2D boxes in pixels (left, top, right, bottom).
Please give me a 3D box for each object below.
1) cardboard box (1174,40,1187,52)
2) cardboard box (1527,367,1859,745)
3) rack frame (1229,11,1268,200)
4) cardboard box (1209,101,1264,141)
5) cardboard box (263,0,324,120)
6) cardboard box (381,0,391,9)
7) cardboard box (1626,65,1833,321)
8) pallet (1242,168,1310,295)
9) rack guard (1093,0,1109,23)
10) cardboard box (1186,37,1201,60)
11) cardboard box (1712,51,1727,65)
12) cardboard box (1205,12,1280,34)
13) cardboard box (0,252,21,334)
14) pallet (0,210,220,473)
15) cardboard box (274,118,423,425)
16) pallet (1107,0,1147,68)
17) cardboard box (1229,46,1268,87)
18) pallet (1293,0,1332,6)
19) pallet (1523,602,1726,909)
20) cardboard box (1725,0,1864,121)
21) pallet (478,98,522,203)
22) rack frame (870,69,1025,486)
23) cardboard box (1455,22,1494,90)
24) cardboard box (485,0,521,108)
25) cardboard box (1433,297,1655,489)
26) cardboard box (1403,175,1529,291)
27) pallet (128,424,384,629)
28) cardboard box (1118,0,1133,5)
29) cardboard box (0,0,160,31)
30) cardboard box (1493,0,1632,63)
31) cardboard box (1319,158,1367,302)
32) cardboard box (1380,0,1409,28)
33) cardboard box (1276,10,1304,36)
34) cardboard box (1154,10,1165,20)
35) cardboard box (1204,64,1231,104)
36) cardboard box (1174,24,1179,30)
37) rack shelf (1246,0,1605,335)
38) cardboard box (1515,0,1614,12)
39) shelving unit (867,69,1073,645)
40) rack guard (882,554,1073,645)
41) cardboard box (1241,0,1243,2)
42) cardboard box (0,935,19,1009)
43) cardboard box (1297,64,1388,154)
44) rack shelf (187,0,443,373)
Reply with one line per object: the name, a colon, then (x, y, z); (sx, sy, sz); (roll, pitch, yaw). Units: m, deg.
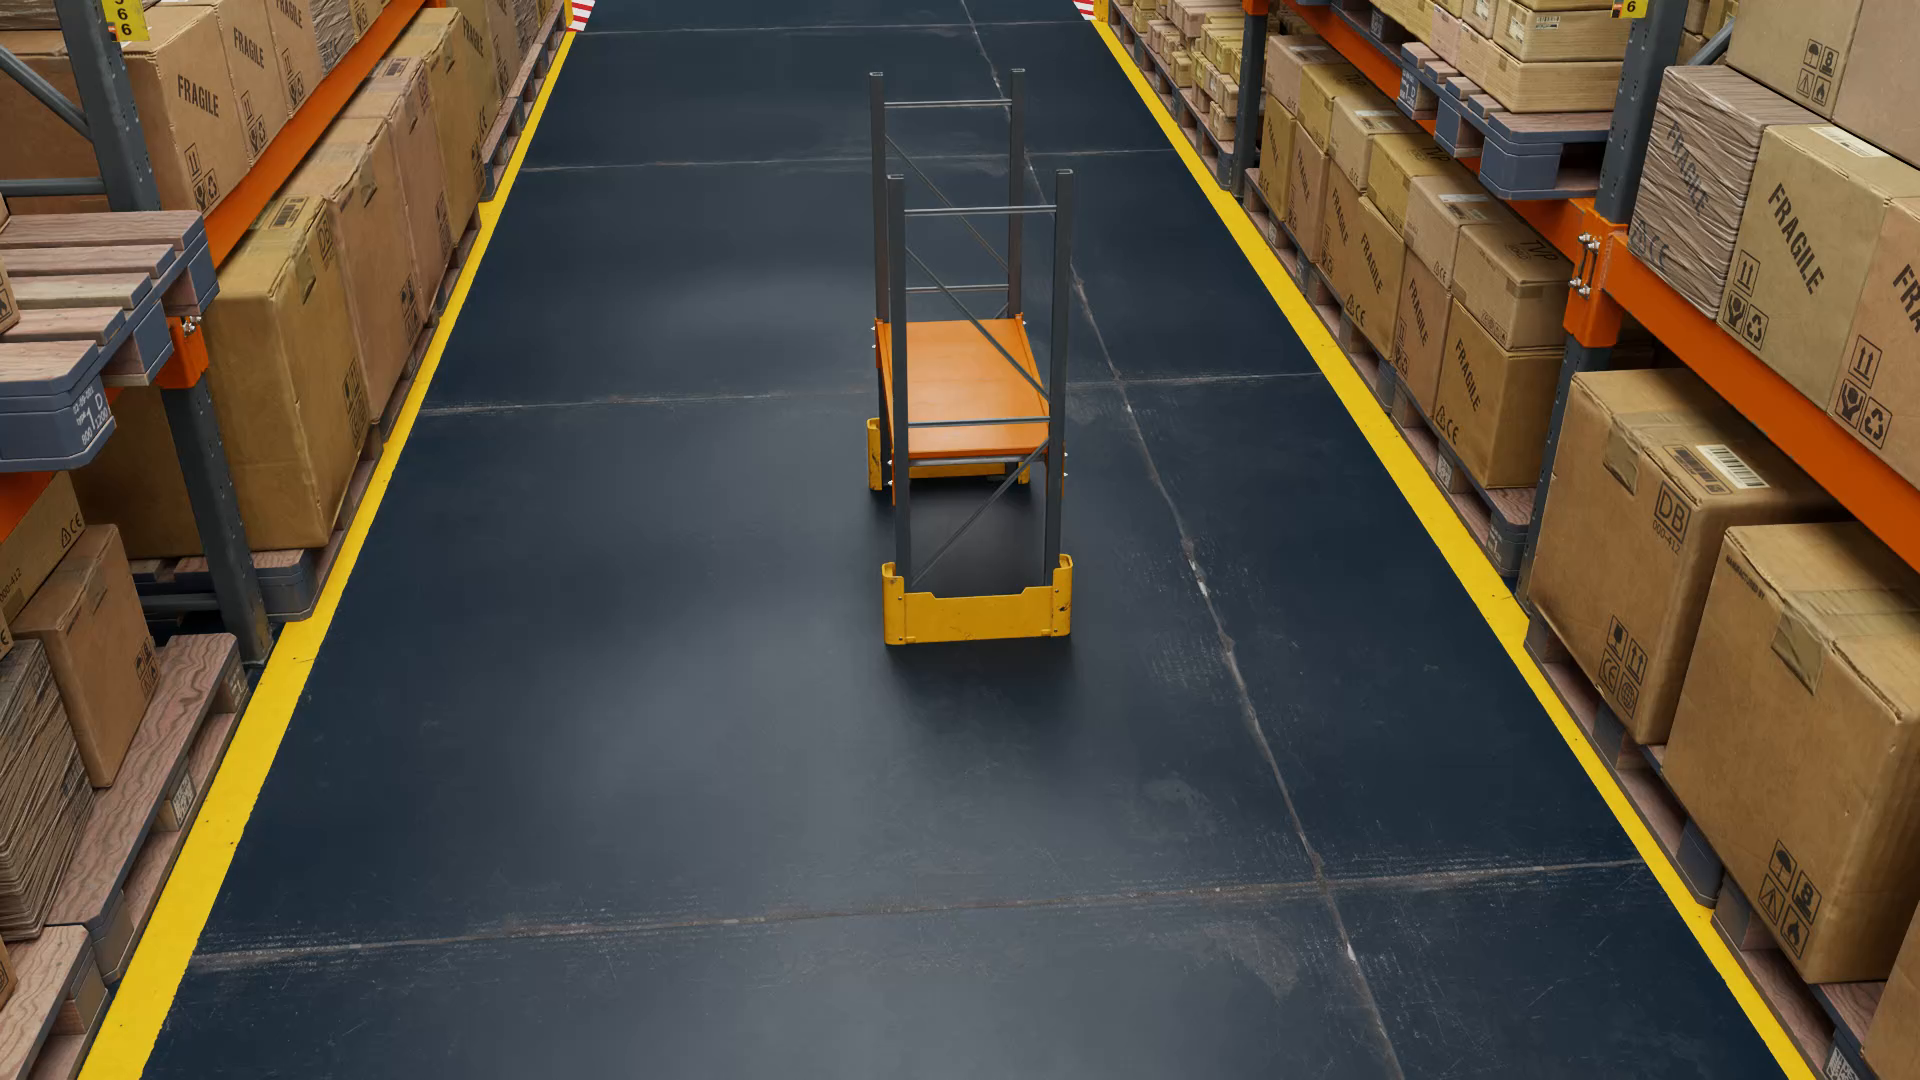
cardboard box: (1.508, -2.939, 10.115); (0.380, 0.149, 0.250); (-2, 31, -4)
cardboard box: (2.280, 0.010, 4.593); (1.050, 0.750, 0.750); (-3, 31, -5)
rack frame: (1.938, -3.133, 8.071); (1.000, 3.000, 0.127); (-3, 31, -5)
cardboard box: (1.563, -2.274, 9.002); (0.380, 0.149, 0.250); (-2, 31, -4)
cardboard box: (-2.512, -1.734, 5.630); (0.500, 0.500, 0.500); (-3, 31, -5)
cardboard box: (-2.654, -2.512, 6.932); (0.500, 0.500, 0.500); (-2, 31, -3)
cardboard box: (2.085, -0.892, 4.221); (0.500, 0.500, 0.500); (-2, 31, -4)
pallet: (2.013, -1.539, 8.121); (1.003, 0.211, 1.213); (-3, 31, -5)
rack guard: (1.572, -4.064, 12.066); (1.175, 0.500, 0.348); (-3, 31, -5)
cardboard box: (1.543, -2.899, 9.758); (0.380, 0.149, 0.250); (-2, 31, -3)
cardboard box: (2.471, -1.402, 5.007); (0.380, 0.149, 0.250); (-3, 31, -5)
cardboard box: (1.606, -2.906, 9.480); (0.380, 0.149, 0.250); (-2, 31, -3)
cardboard box: (-2.393, -0.574, 3.279); (0.700, 0.500, 0.500); (2, 31, 3)
pallet: (-2.463, -0.464, 3.789); (1.213, 0.211, 1.003); (-3, 31, -5)
cardboard box: (-2.755, -0.982, 6.132); (1.225, 0.875, 0.875); (-3, 31, -4)
pallet: (1.613, -3.523, 11.443); (1.003, 0.211, 1.213); (-3, 31, -5)
cardboard box: (1.646, -2.514, 8.825); (0.380, 0.149, 0.250); (-2, 31, -3)
pallet: (1.865, -2.654, 7.455); (1.003, 0.211, 1.213); (-3, 31, -5)
pallet: (2.311, 0.512, 4.687); (1.003, 0.211, 1.213); (-3, 31, -5)
cardboard box: (2.344, -1.334, 3.985); (0.700, 0.500, 0.500); (-3, 31, -5)
pallet: (-3.002, -2.142, 9.131); (1.003, 0.211, 1.213); (-3, 31, -5)
rack frame: (-0.040, -0.860, 5.727); (0.500, 1.500, 0.032); (-3, 31, -5)
cardboard box: (1.787, -1.520, 5.206); (0.380, 0.149, 0.250); (-3, 31, -5)
cardboard box: (-3.075, -3.016, 9.536); (0.875, 0.875, 0.875); (-3, 31, -5)
cardboard box: (1.990, -0.522, 5.727); (0.500, 0.500, 0.500); (-3, 31, -5)
cardboard box: (1.929, -1.114, 5.987); (0.500, 0.250, 0.500); (-2, 31, -4)
pallet: (-2.634, -0.114, 5.735); (1.003, 0.211, 1.213); (-3, 31, -5)
cardboard box: (1.295, -3.849, 11.640); (0.380, 0.149, 0.250); (-2, 31, -4)
cardboard box: (-2.688, -1.753, 4.684); (0.797, 0.503, 0.637); (-2, 31, -3)
cardboard box: (1.813, -1.522, 4.918); (0.380, 0.149, 0.250); (-2, 31, -4)
cardboard box: (1.857, -1.314, 7.052); (0.500, 0.500, 0.500); (-2, 31, -4)
cardboard box: (1.716, -1.916, 5.869); (0.380, 0.149, 0.250); (-4, 31, -7)
cardboard box: (2.026, -2.933, 9.526); (0.380, 0.149, 0.250); (-4, 31, -6)
cardboard box: (1.464, -3.332, 10.773); (0.380, 0.149, 0.250); (-3, 31, -4)
cardboard box: (1.555, -2.501, 9.092); (0.380, 0.149, 0.250); (-4, 31, -7)
cardboard box: (1.540, -3.313, 10.452); (0.380, 0.149, 0.250); (-1, 31, -2)
rack shelf: (2.125, -1.803, 6.546); (1.077, 0.370, 4.000); (-3, 31, -5)
cardboard box: (1.810, -1.647, 4.838); (0.380, 0.149, 0.250); (-4, 31, -7)
shelving unit: (0.007, -0.605, 5.300); (0.587, 1.500, 1.083); (-3, 31, -5)
rack guard: (0.054, 0.186, 5.195); (0.587, 0.250, 0.087); (-3, 31, -5)
cardboard box: (1.537, -3.309, 10.155); (0.380, 0.149, 0.250); (-3, 31, -4)
cardboard box: (-2.429, 0.892, 3.340); (0.700, 0.500, 0.500); (0, 31, 0)
cardboard box: (1.797, -1.901, 7.304); (0.500, 0.250, 0.500); (-2, 31, -3)
rack shelf: (-2.822, -1.617, 6.234); (1.077, 0.370, 4.000); (-3, 31, -5)
